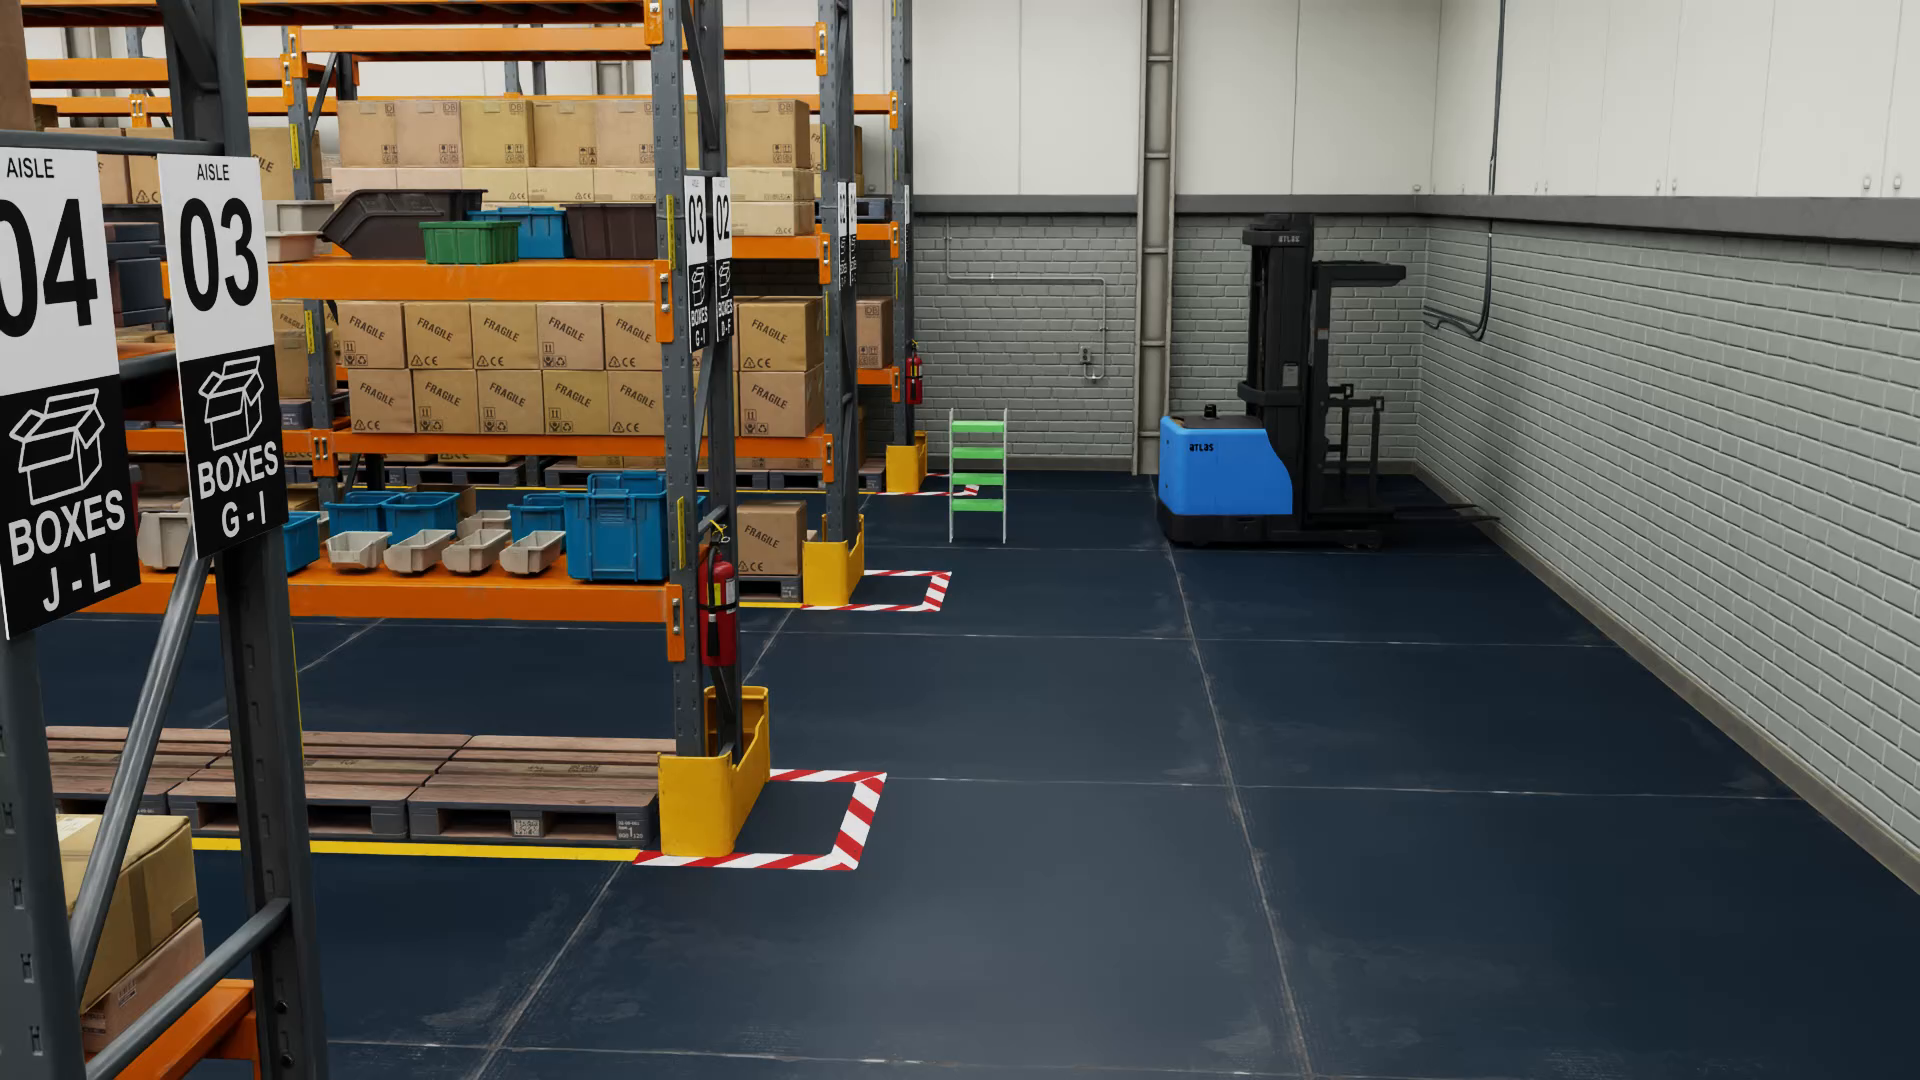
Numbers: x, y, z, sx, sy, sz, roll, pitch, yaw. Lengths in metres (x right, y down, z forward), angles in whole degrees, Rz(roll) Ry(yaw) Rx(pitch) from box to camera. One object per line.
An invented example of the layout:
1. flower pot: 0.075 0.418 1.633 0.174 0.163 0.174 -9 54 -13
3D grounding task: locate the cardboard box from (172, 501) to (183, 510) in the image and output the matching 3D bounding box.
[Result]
1. cardboard box: -5.925 -0.079 13.334 0.500 0.500 0.500 1 12 4

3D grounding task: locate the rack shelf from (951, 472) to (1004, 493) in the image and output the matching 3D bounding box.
1. rack shelf: 0.165 -0.522 15.129 0.480 0.148 0.258 1 12 4

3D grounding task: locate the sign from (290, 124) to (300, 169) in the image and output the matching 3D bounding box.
1. sign: -4.954 -2.932 12.388 0.005 0.325 0.100 1 12 4

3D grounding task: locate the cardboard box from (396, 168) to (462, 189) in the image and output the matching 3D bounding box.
1. cardboard box: -3.953 -2.707 12.682 0.500 0.250 0.500 1 12 4

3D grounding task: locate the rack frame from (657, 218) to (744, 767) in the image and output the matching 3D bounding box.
1. rack frame: -1.264 -0.064 8.232 0.127 3.000 1.000 1 12 4

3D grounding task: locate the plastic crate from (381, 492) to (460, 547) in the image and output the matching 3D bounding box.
1. plastic crate: -2.802 -0.100 8.666 0.300 0.233 0.416 1 12 4

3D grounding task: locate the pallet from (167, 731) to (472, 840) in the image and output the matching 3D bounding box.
1. pallet: -3.298 1.264 8.691 1.213 0.211 1.003 1 12 4

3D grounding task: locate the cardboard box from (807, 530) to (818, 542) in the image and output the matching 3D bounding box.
1. cardboard box: -1.324 0.028 13.679 0.250 0.149 0.380 1 12 4

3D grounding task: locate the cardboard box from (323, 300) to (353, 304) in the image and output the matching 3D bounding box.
1. cardboard box: -6.603 -2.691 17.939 0.500 0.250 0.500 1 12 3

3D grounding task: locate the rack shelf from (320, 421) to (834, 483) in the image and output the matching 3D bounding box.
1. rack shelf: -2.925 -0.751 13.273 4.000 0.370 1.077 1 12 4

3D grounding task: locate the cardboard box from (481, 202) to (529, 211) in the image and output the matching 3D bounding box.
1. cardboard box: -3.454 -2.454 12.695 0.500 0.250 0.500 1 12 4

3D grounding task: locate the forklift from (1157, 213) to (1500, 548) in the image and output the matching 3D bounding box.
1. forklift: 3.393 -1.467 15.107 3.031 2.935 1.130 0 12 -2

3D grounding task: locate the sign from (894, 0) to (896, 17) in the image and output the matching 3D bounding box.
1. sign: -0.652 -5.410 16.660 0.005 0.325 0.100 1 12 4

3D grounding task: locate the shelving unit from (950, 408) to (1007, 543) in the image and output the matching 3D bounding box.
1. shelving unit: 0.165 -0.585 15.116 0.503 1.200 0.258 1 12 4

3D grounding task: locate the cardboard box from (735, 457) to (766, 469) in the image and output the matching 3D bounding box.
1. cardboard box: -2.308 -1.073 18.133 0.500 0.500 0.700 0 12 2

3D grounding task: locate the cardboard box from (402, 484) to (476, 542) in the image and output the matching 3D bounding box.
1. cardboard box: -4.333 -0.173 13.781 0.500 0.500 0.500 1 12 4

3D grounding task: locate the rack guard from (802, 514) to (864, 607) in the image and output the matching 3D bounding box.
1. rack guard: -1.005 0.146 13.330 0.348 0.500 1.175 1 12 4

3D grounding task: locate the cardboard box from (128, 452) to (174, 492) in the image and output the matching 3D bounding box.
1. cardboard box: -6.885 -0.567 13.832 0.500 0.250 0.500 1 12 3

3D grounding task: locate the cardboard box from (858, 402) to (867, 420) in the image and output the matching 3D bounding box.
1. cardboard box: -1.169 -1.416 18.189 0.250 0.149 0.380 1 12 4

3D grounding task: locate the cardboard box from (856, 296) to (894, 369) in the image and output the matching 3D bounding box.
1. cardboard box: -1.112 -2.240 17.900 0.700 0.700 0.980 1 12 6

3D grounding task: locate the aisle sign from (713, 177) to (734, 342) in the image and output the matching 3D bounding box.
1. aisle sign: -1.172 -1.396 8.251 0.004 0.787 0.394 1 12 4

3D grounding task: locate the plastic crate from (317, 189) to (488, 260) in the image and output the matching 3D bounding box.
1. plastic crate: -2.770 -1.579 8.299 0.767 0.338 0.504 1 12 4

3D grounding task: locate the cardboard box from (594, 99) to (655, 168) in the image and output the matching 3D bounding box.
1. cardboard box: -2.442 -3.096 12.710 0.500 0.500 0.700 1 12 4

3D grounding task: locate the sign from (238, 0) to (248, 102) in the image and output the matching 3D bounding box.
1. sign: -1.552 -1.101 3.531 0.005 0.325 0.100 1 12 4

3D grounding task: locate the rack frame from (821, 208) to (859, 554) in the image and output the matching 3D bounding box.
1. rack frame: -0.929 -1.076 13.069 0.127 3.000 1.000 1 12 4

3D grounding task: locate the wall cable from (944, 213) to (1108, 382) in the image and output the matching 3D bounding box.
1. wall cable: 0.739 -2.761 18.643 1.851 1.984 0.084 1 12 4

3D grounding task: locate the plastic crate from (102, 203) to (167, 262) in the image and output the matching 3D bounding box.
1. plastic crate: -4.034 -1.450 7.850 0.590 0.269 0.497 1 12 4

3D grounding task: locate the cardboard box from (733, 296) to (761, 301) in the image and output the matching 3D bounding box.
1. cardboard box: -1.877 -1.680 13.270 0.500 0.500 0.500 1 12 4

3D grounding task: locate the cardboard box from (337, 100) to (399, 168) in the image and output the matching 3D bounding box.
1. cardboard box: -4.433 -3.139 12.916 0.500 0.500 0.700 1 12 4

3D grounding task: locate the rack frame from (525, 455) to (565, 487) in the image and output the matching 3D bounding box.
1. rack frame: -4.593 -2.143 18.169 0.127 3.000 1.000 1 12 4

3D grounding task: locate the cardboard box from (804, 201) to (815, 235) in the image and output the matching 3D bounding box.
1. cardboard box: -1.425 -2.530 13.059 0.500 0.250 0.500 1 12 4

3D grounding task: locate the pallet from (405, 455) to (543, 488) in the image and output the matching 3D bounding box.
1. pallet: -5.368 -0.773 18.431 1.213 0.211 1.003 1 12 4

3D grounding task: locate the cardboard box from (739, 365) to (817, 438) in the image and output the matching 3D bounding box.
1. cardboard box: -1.394 -1.076 12.822 0.500 0.500 0.500 1 12 5

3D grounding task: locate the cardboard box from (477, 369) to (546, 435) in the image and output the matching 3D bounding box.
1. cardboard box: -3.420 -1.104 12.955 0.500 0.500 0.500 1 12 3

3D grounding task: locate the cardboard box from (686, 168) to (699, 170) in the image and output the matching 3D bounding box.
1. cardboard box: -1.958 -2.677 12.543 0.500 0.250 0.500 1 12 4

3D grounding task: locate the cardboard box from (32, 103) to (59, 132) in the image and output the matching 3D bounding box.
1. cardboard box: -7.459 -3.171 13.071 0.500 0.500 0.500 1 12 4

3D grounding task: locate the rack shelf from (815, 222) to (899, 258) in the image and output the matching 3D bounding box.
1. rack shelf: -2.598 -3.232 17.804 4.000 0.370 1.077 1 12 4

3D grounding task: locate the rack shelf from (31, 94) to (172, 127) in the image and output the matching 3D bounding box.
1. rack shelf: -10.580 -4.614 18.061 4.000 0.370 1.077 1 12 4

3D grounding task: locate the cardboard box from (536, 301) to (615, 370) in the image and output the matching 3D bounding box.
1. cardboard box: -2.926 -1.584 12.812 0.500 0.500 0.500 1 12 6

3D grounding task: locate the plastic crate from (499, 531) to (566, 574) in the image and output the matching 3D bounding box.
1. plastic crate: -2.090 0.061 8.129 0.243 0.136 0.396 1 12 4

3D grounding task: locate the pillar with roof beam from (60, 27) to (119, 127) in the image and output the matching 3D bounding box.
1. pillar with roof beam: -10.111 -4.449 14.541 0.400 9.000 9.100 1 12 4

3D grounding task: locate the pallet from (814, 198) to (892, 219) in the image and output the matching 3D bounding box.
1. pallet: -1.343 -3.521 17.647 1.213 0.211 1.003 1 12 4

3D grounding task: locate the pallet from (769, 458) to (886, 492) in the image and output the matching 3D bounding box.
1. pallet: -1.405 -0.718 18.168 1.213 0.211 1.003 1 12 4

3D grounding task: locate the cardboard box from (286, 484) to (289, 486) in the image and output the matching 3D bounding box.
1. cardboard box: -5.920 -0.184 13.835 0.500 0.500 0.500 1 12 5

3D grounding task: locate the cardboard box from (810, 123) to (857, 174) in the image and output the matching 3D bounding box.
1. cardboard box: -1.351 -4.059 17.267 0.500 0.500 0.500 1 12 4

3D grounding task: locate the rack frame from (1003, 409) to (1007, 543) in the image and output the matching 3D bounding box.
1. rack frame: 0.409 -0.582 15.100 0.015 1.200 0.240 1 12 4

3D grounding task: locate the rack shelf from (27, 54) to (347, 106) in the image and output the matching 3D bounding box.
1. rack shelf: -6.916 -3.547 12.962 4.000 0.370 1.077 1 12 4

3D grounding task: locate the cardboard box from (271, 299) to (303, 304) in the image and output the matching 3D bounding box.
1. cardboard box: -7.113 -2.697 17.966 0.500 0.250 0.500 1 12 4

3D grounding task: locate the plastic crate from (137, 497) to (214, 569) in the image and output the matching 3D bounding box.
1. plastic crate: -3.744 -0.032 8.219 0.530 0.282 0.437 1 12 4

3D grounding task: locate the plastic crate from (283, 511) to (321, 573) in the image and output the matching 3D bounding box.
1. plastic crate: -3.330 0.013 8.126 0.300 0.233 0.416 1 12 4
